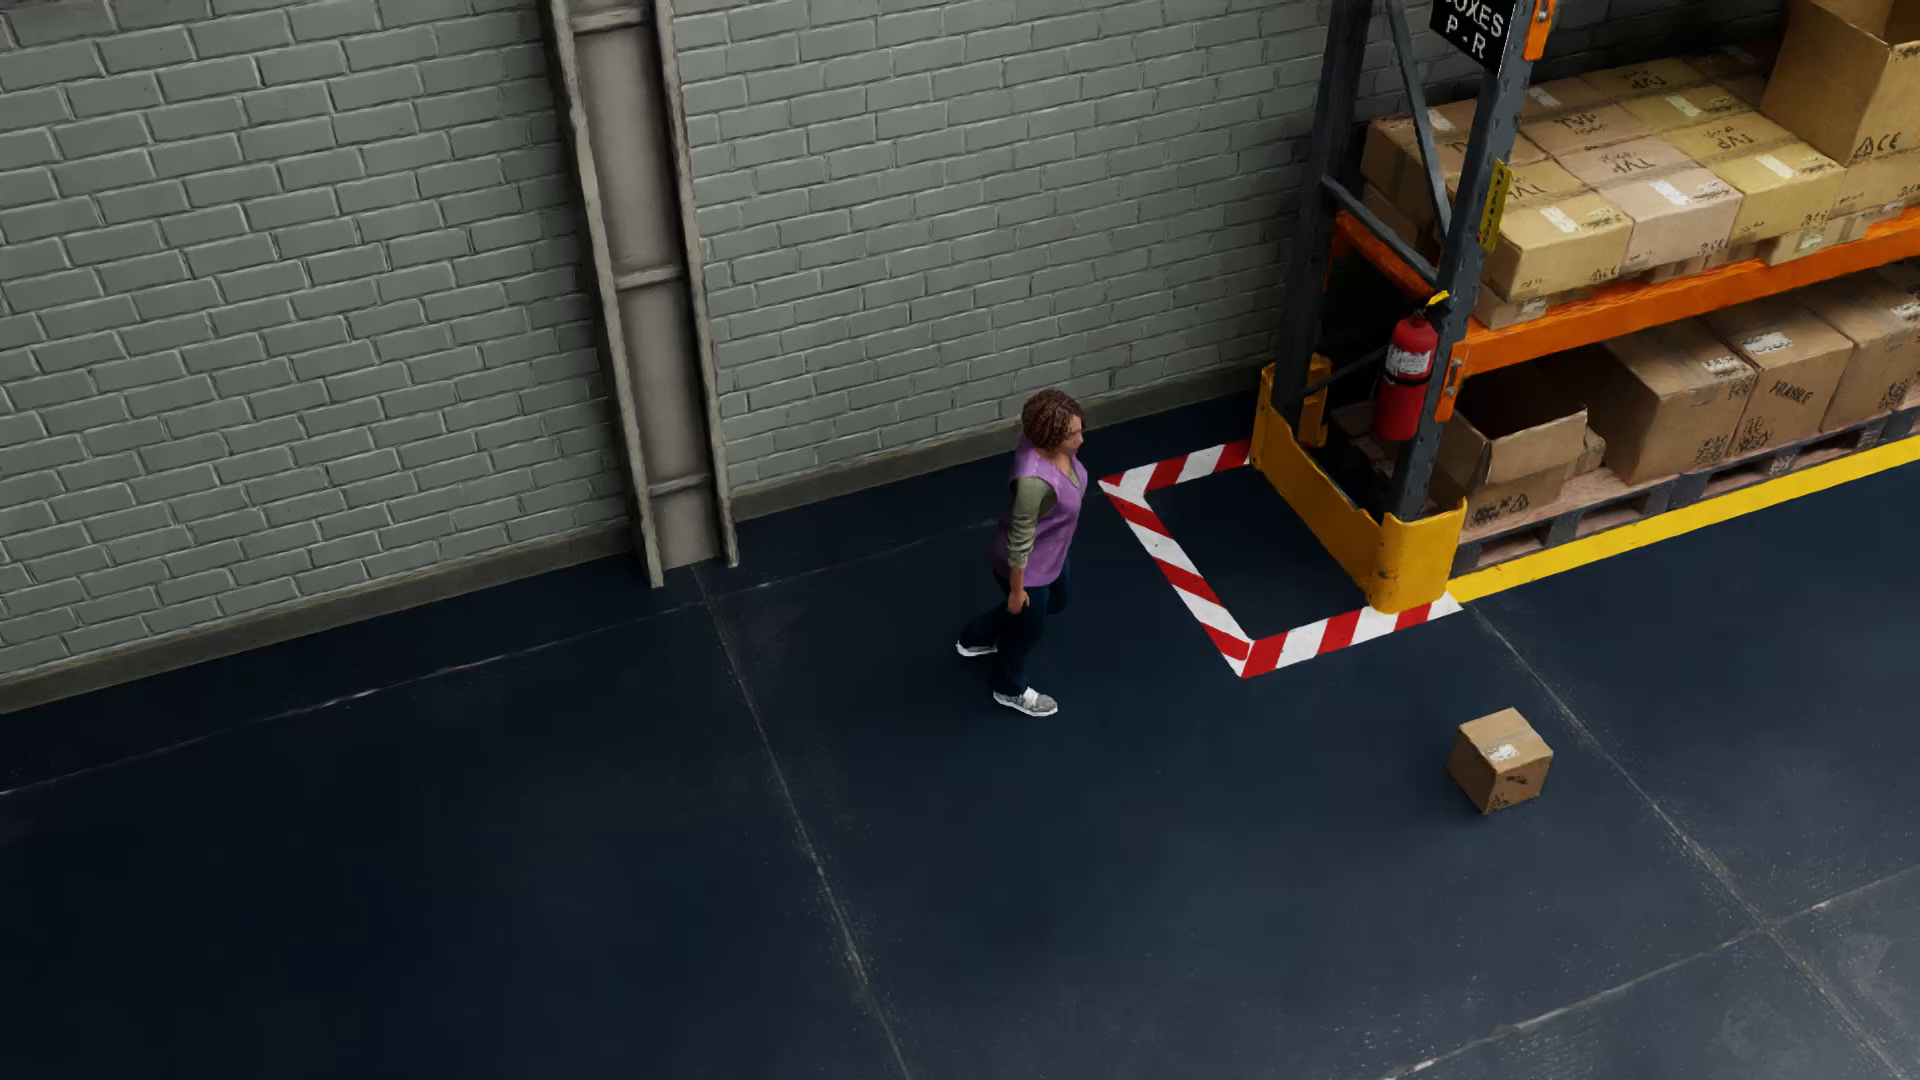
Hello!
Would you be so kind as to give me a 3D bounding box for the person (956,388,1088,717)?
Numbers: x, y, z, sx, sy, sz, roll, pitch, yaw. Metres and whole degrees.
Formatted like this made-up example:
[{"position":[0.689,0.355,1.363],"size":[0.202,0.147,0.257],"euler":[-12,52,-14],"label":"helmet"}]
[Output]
[{"position":[0.204,0.048,6.111],"size":[0.487,1.591,0.469],"euler":[10,43,11],"label":"person"}]
